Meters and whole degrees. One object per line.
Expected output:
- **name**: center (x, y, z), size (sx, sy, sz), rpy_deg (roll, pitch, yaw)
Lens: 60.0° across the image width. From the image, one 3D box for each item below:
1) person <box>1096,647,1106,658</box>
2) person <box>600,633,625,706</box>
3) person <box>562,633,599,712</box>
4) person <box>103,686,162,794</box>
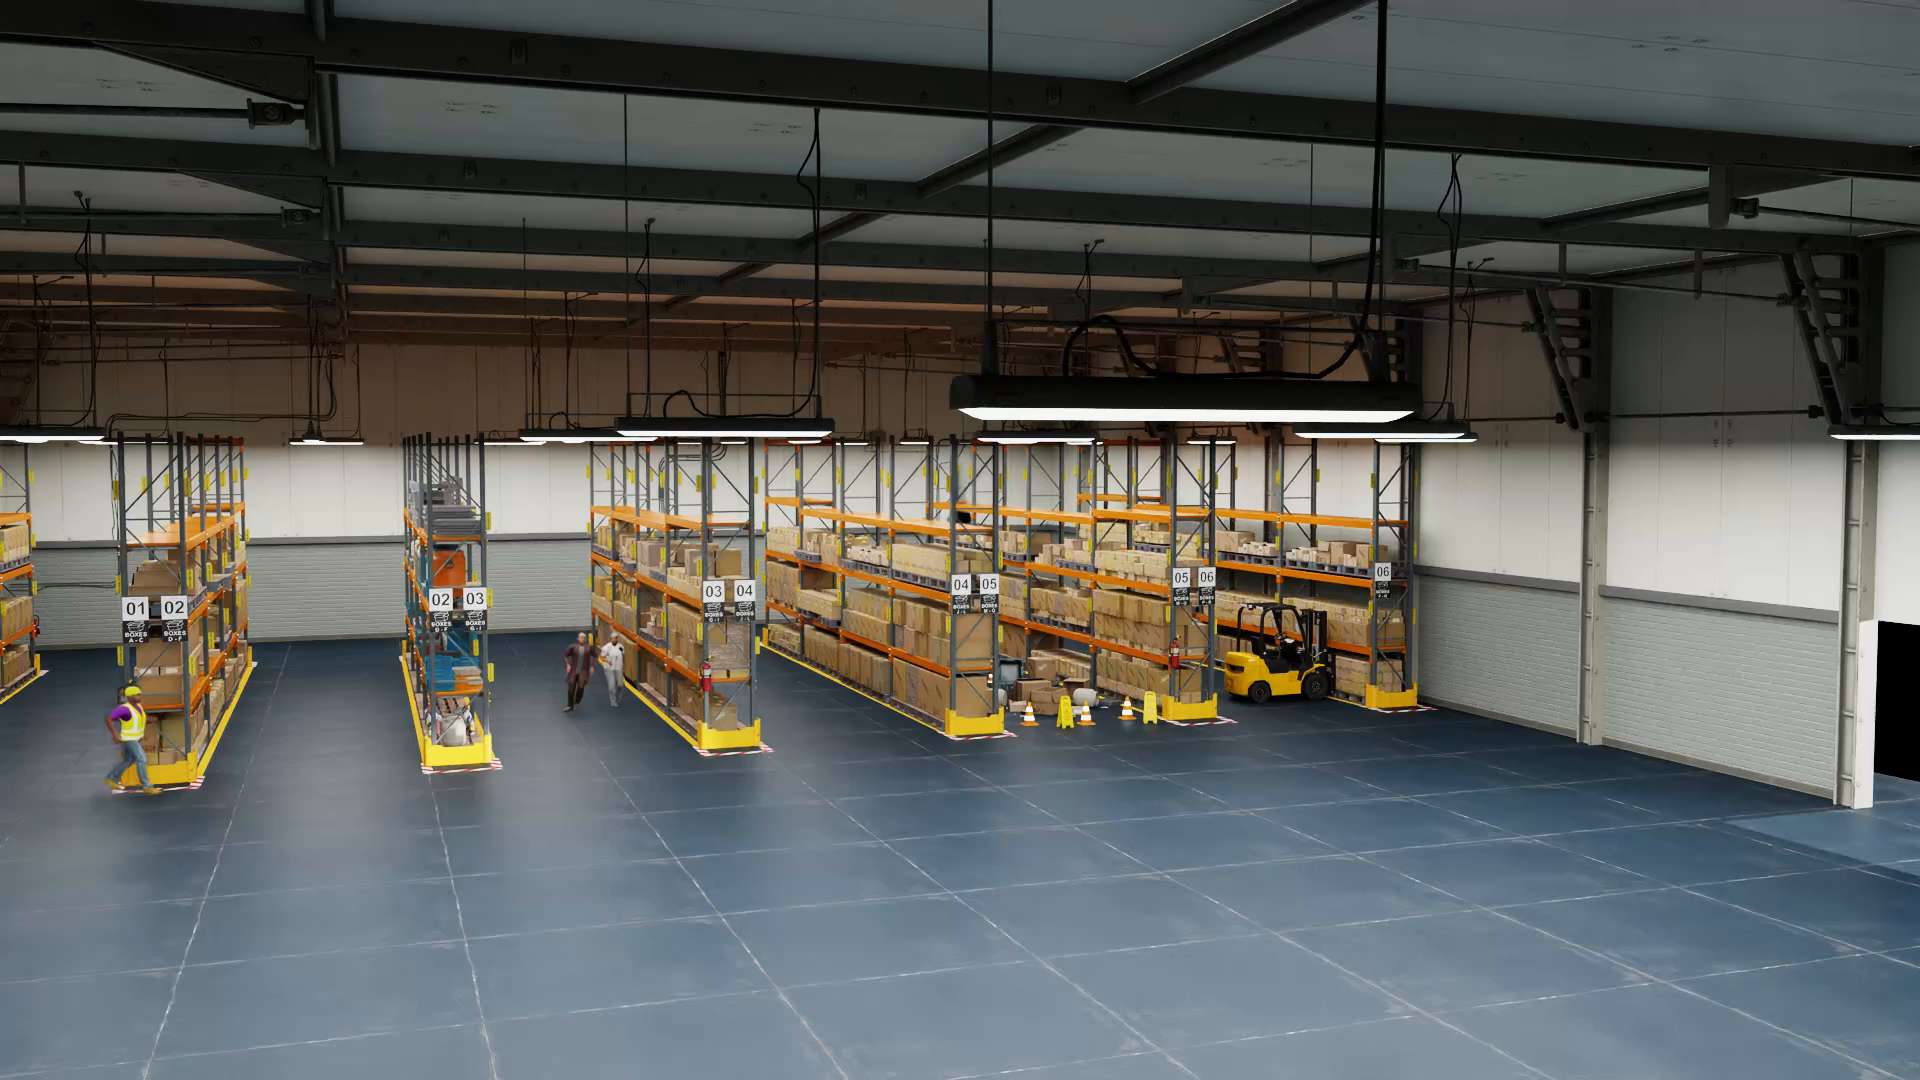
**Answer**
- **person**: center (3.703, 2.462, 43.535), size (0.672, 1.786, 0.814), rpy_deg (-2, 4, -29)
- **person**: center (-7.661, 2.870, 36.836), size (0.590, 1.635, 0.563), rpy_deg (-2, 4, -26)
- **person**: center (-8.215, 2.865, 35.947), size (0.774, 1.716, 0.612), rpy_deg (0, 3, -9)
- **person**: center (-13.628, 3.290, 27.344), size (0.967, 1.773, 0.690), rpy_deg (0, 3, -5)
